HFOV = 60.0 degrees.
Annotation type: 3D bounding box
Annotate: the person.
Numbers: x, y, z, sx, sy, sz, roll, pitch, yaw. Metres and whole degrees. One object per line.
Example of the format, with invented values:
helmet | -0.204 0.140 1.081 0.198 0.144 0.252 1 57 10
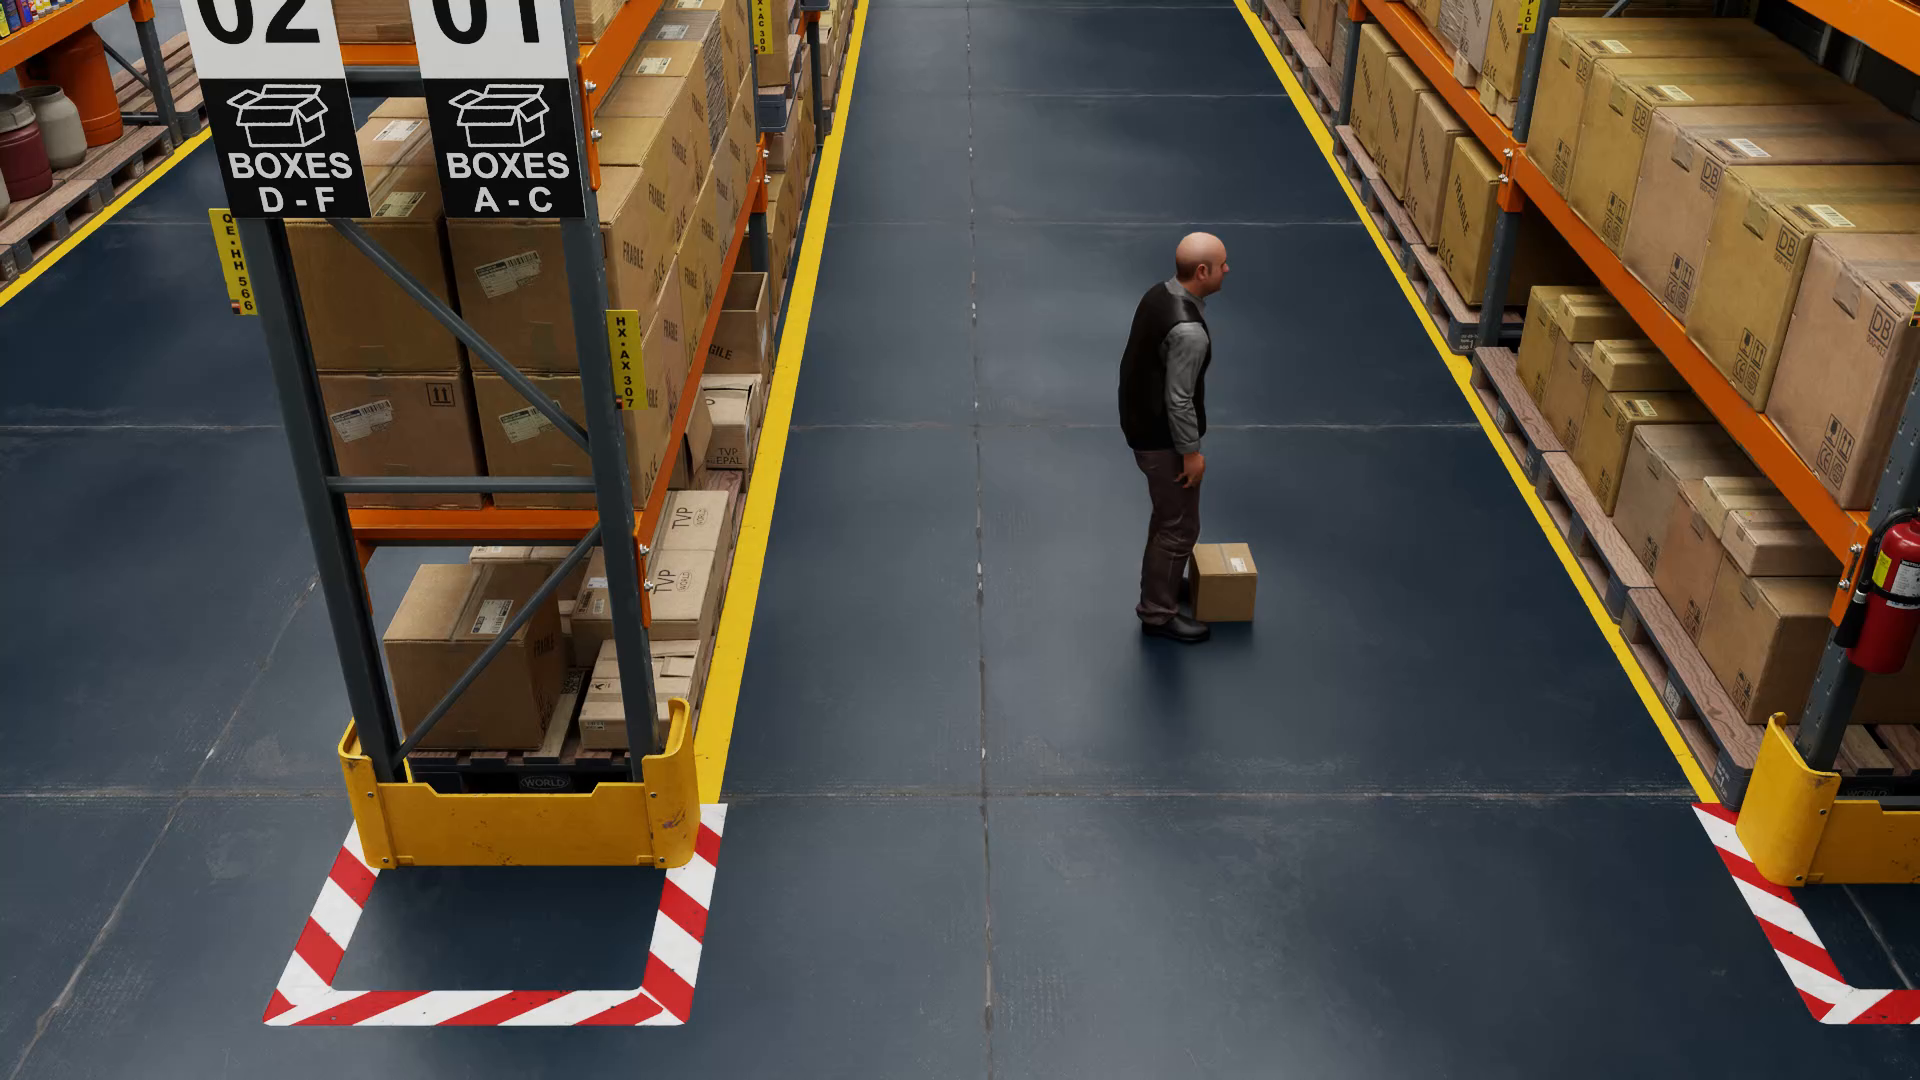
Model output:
person | 0.887 -0.441 6.882 0.474 1.720 0.592 -2 31 -3
